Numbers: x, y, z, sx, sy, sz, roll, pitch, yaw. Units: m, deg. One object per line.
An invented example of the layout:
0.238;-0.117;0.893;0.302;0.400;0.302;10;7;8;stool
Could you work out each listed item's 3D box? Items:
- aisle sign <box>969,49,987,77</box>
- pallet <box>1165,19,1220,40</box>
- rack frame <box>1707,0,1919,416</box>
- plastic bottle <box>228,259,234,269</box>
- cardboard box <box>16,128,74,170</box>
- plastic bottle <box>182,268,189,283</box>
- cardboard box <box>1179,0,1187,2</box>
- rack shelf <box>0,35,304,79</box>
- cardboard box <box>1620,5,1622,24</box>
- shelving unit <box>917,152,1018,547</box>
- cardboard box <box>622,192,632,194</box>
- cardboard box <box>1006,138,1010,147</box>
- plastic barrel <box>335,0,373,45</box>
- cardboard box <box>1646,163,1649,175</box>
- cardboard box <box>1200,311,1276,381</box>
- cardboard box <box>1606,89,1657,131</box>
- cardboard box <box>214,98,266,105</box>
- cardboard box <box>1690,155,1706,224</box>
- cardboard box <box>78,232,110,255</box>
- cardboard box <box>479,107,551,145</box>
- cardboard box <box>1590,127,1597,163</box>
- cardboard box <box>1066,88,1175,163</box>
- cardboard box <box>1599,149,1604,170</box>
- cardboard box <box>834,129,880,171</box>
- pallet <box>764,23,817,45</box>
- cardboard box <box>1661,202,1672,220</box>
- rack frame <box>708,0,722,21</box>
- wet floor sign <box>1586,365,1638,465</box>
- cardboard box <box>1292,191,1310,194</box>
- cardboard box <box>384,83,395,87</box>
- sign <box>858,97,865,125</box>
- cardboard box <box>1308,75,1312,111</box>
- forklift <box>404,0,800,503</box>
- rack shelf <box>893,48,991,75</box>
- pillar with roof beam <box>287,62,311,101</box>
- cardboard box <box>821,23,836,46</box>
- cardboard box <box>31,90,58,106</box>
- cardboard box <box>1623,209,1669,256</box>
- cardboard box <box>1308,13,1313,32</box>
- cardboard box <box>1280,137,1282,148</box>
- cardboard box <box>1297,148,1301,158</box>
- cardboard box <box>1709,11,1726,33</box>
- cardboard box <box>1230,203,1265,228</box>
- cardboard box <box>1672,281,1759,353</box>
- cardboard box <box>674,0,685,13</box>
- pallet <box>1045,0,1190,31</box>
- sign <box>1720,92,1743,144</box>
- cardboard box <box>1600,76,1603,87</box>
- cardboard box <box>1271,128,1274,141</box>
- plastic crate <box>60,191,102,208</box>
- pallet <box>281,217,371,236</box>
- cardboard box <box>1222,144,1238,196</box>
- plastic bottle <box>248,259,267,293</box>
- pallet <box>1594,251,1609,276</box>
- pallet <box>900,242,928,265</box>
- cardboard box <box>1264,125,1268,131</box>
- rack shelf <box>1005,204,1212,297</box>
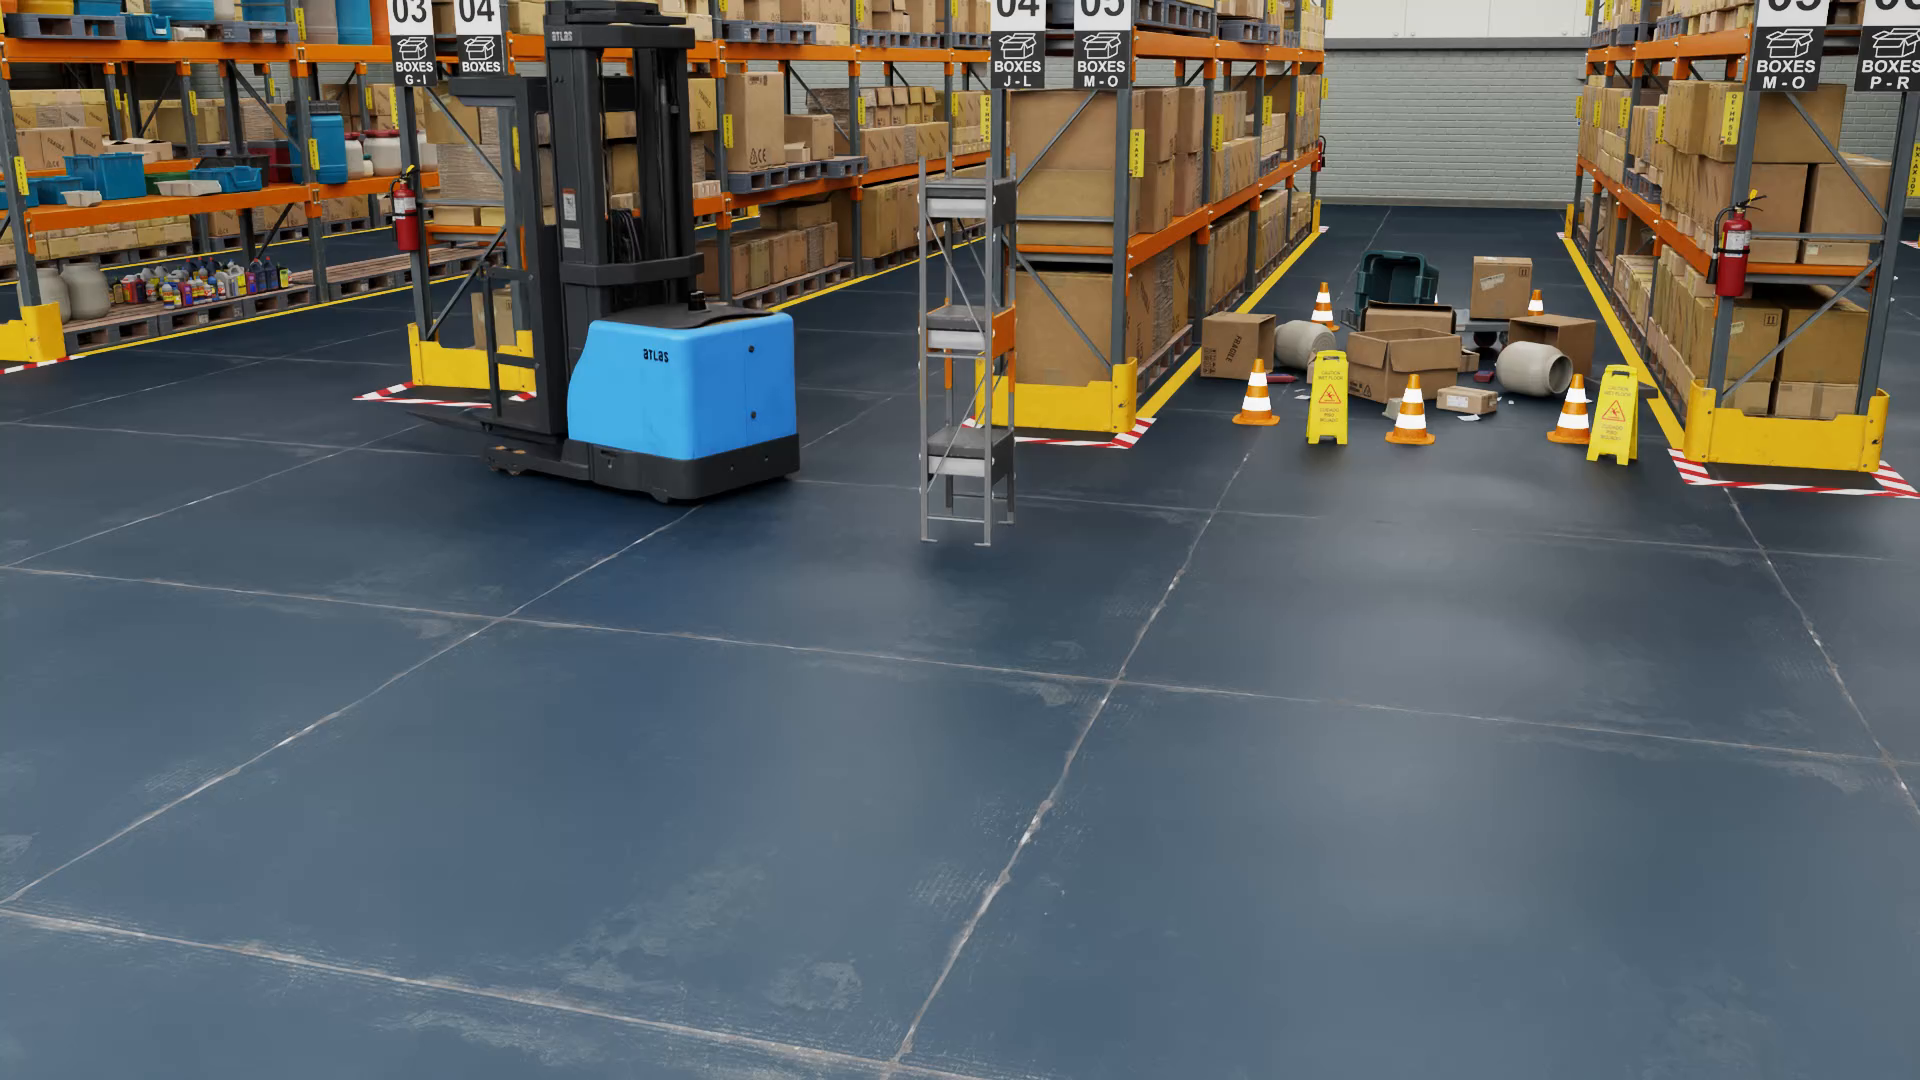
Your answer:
0.266;-8.201;27.982;0.394;0.787;0.004;5;16;16;aisle sign
2.063;-4.952;16.146;0.805;0.209;1.217;4;16;14;pallet
5.488;-1.954;10.720;1.000;3.000;0.127;5;16;16;rack frame
-8.136;-3.003;18.612;0.097;0.271;0.097;0;16;0;plastic bottle
-11.848;-5.055;21.469;0.500;0.500;0.500;5;16;16;cardboard box
-8.312;-2.782;17.835;0.097;0.271;0.097;0;16;0;plastic bottle
1.620;-4.411;13.393;0.380;0.149;0.250;5;16;16;cardboard box
-8.194;-4.727;16.318;1.077;0.370;4.000;5;16;16;rack shelf
8.043;-6.223;19.751;0.396;0.266;0.258;6;17;20;cardboard box
0.047;-1.053;9.196;0.431;2.100;0.503;5;16;16;shelving unit
-3.241;-3.118;15.286;0.380;0.149;0.250;5;16;16;cardboard box
0.603;-6.535;27.331;0.380;0.149;0.250;5;16;16;cardboard box
-7.317;-6.329;19.731;0.600;0.901;0.708;5;16;16;plastic barrel
7.165;-3.778;16.844;0.380;0.149;0.250;6;17;19;cardboard box
2.393;-1.671;14.298;0.500;0.500;0.500;8;18;25;cardboard box
8.234;-5.263;20.373;0.500;0.500;0.500;4;16;14;cardboard box
-13.849;-8.071;31.737;0.980;0.700;0.700;5;17;18;cardboard box
5.670;-2.570;12.163;0.500;0.500;0.500;5;16;16;cardboard box
-11.585;-3.906;21.872;0.500;0.250;0.500;5;17;17;cardboard box
-3.596;-3.517;13.672;0.500;0.500;0.500;5;16;16;cardboard box
8.926;-5.418;22.749;0.500;0.500;0.500;4;16;15;cardboard box
1.213;-3.284;13.156;0.875;0.550;0.550;5;16;16;cardboard box
8.374;-4.791;20.998;0.500;0.250;0.500;4;16;15;cardboard box
-1.341;-4.969;21.169;0.500;0.500;0.500;5;17;18;cardboard box
-2.307;-5.546;18.233;1.213;0.211;1.003;5;16;16;pallet
6.228;-2.822;14.241;0.380;0.149;0.250;5;16;16;cardboard box
-2.877;-6.655;16.301;1.000;3.000;0.127;5;16;16;rack frame
4.408;-0.854;11.159;0.267;0.644;0.232;11;19;35;wet floor sign
5.353;-5.456;26.432;0.380;0.149;0.250;5;17;17;cardboard box
-9.550;-7.396;27.894;0.500;0.500;0.500;4;16;14;cardboard box
-1.217;-5.295;20.522;0.100;0.325;0.005;5;16;16;sign
4.938;-6.622;24.620;0.500;0.500;0.500;4;16;14;cardboard box
-2.510;-1.932;10.769;3.031;2.935;1.130;12;20;35;forklift
-0.035;-7.482;26.032;1.077;0.370;4.000;5;16;16;rack shelf
-9.648;-11.386;32.982;9.100;9.000;0.400;5;16;16;pillar with roof beam
-1.768;-5.912;19.453;0.500;0.250;0.500;5;16;16;cardboard box
-15.038;-7.167;26.962;0.500;0.250;0.500;5;17;17;cardboard box
8.037;-3.401;18.947;0.875;0.875;0.875;4;16;15;cardboard box
4.793;-7.430;23.889;0.500;0.250;0.500;5;17;17;cardboard box
4.127;-5.345;22.366;0.380;0.149;0.250;5;17;16;cardboard box
4.763;-5.657;24.238;0.380;0.149;0.250;5;17;17;cardboard box
5.715;-3.796;12.180;0.380;0.149;0.250;4;16;15;cardboard box
3.415;-3.926;20.111;0.500;0.250;0.500;4;16;13;cardboard box
5.761;-1.692;12.692;0.500;0.500;0.500;4;16;15;cardboard box
-2.844;-5.089;15.821;0.380;0.149;0.250;4;16;13;cardboard box
1.259;-4.227;13.399;1.003;0.211;1.213;5;16;16;pallet
4.961;-2.711;10.690;0.100;0.325;0.005;5;16;16;sign
9.104;-6.369;23.083;0.380;0.149;0.250;4;16;15;cardboard box
3.829;-5.210;21.348;0.380;0.149;0.250;5;17;16;cardboard box
-8.199;-3.189;15.557;0.298;0.136;0.250;5;16;16;plastic crate
-10.295;-5.074;26.830;1.003;0.211;1.213;5;16;16;pallet
2.545;-3.785;16.994;0.500;0.500;0.500;5;16;16;cardboard box
-7.587;-2.849;17.925;0.144;0.351;0.185;4;16;13;plastic bottle
8.751;-3.544;21.437;1.003;0.211;1.213;5;16;16;pallet
-1.095;-3.992;23.018;1.003;0.211;1.213;5;16;16;pallet
3.602;-5.152;20.597;0.380;0.149;0.250;5;17;18;cardboard box
1.282;-2.488;13.923;1.077;0.370;4.000;5;16;16;rack shelf
